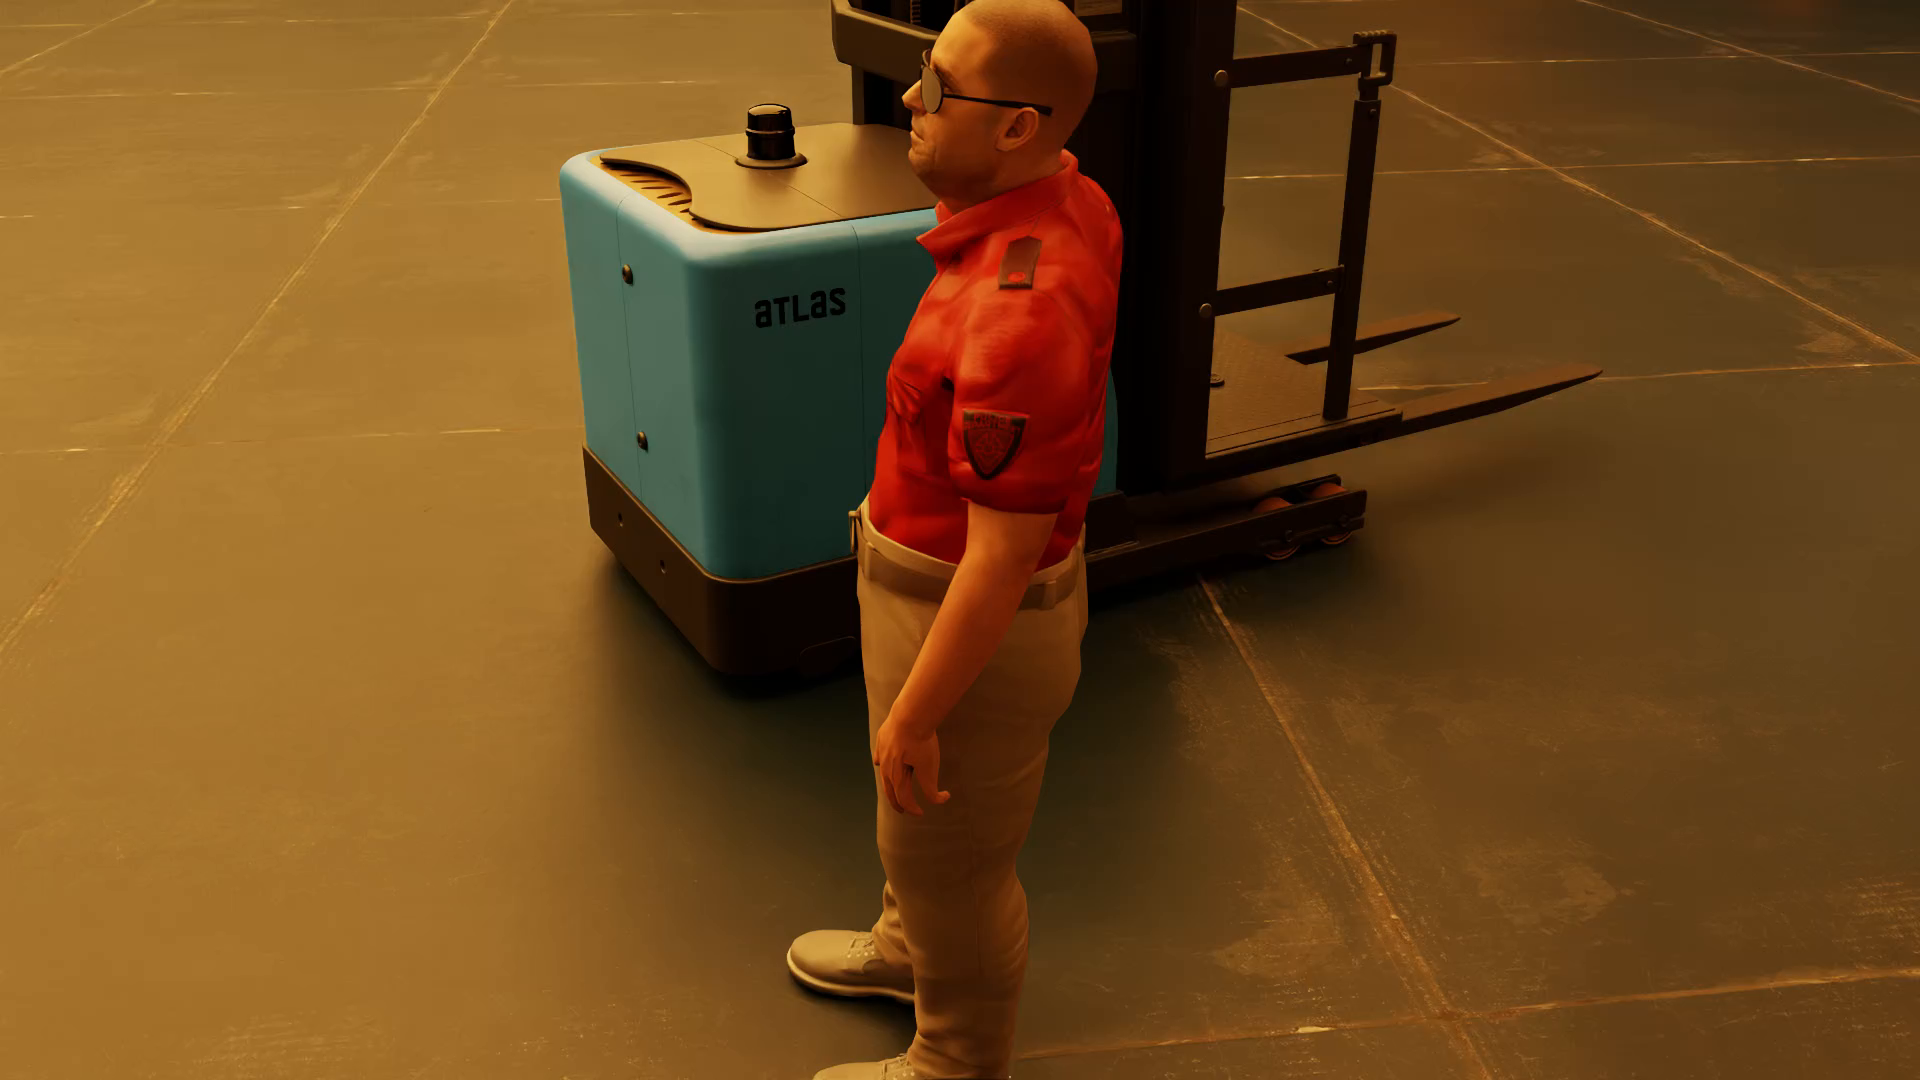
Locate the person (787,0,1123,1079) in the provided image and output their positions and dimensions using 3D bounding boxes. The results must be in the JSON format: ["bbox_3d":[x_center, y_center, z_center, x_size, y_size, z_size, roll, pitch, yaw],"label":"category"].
[{"bbox_3d":[-0.072,0.116,2.357,0.551,1.727,0.641,3,26,7],"label":"person"}]

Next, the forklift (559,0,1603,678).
[{"bbox_3d":[0.529,-1.451,4.240,3.031,2.935,1.130,-14,29,-26],"label":"forklift"}]
